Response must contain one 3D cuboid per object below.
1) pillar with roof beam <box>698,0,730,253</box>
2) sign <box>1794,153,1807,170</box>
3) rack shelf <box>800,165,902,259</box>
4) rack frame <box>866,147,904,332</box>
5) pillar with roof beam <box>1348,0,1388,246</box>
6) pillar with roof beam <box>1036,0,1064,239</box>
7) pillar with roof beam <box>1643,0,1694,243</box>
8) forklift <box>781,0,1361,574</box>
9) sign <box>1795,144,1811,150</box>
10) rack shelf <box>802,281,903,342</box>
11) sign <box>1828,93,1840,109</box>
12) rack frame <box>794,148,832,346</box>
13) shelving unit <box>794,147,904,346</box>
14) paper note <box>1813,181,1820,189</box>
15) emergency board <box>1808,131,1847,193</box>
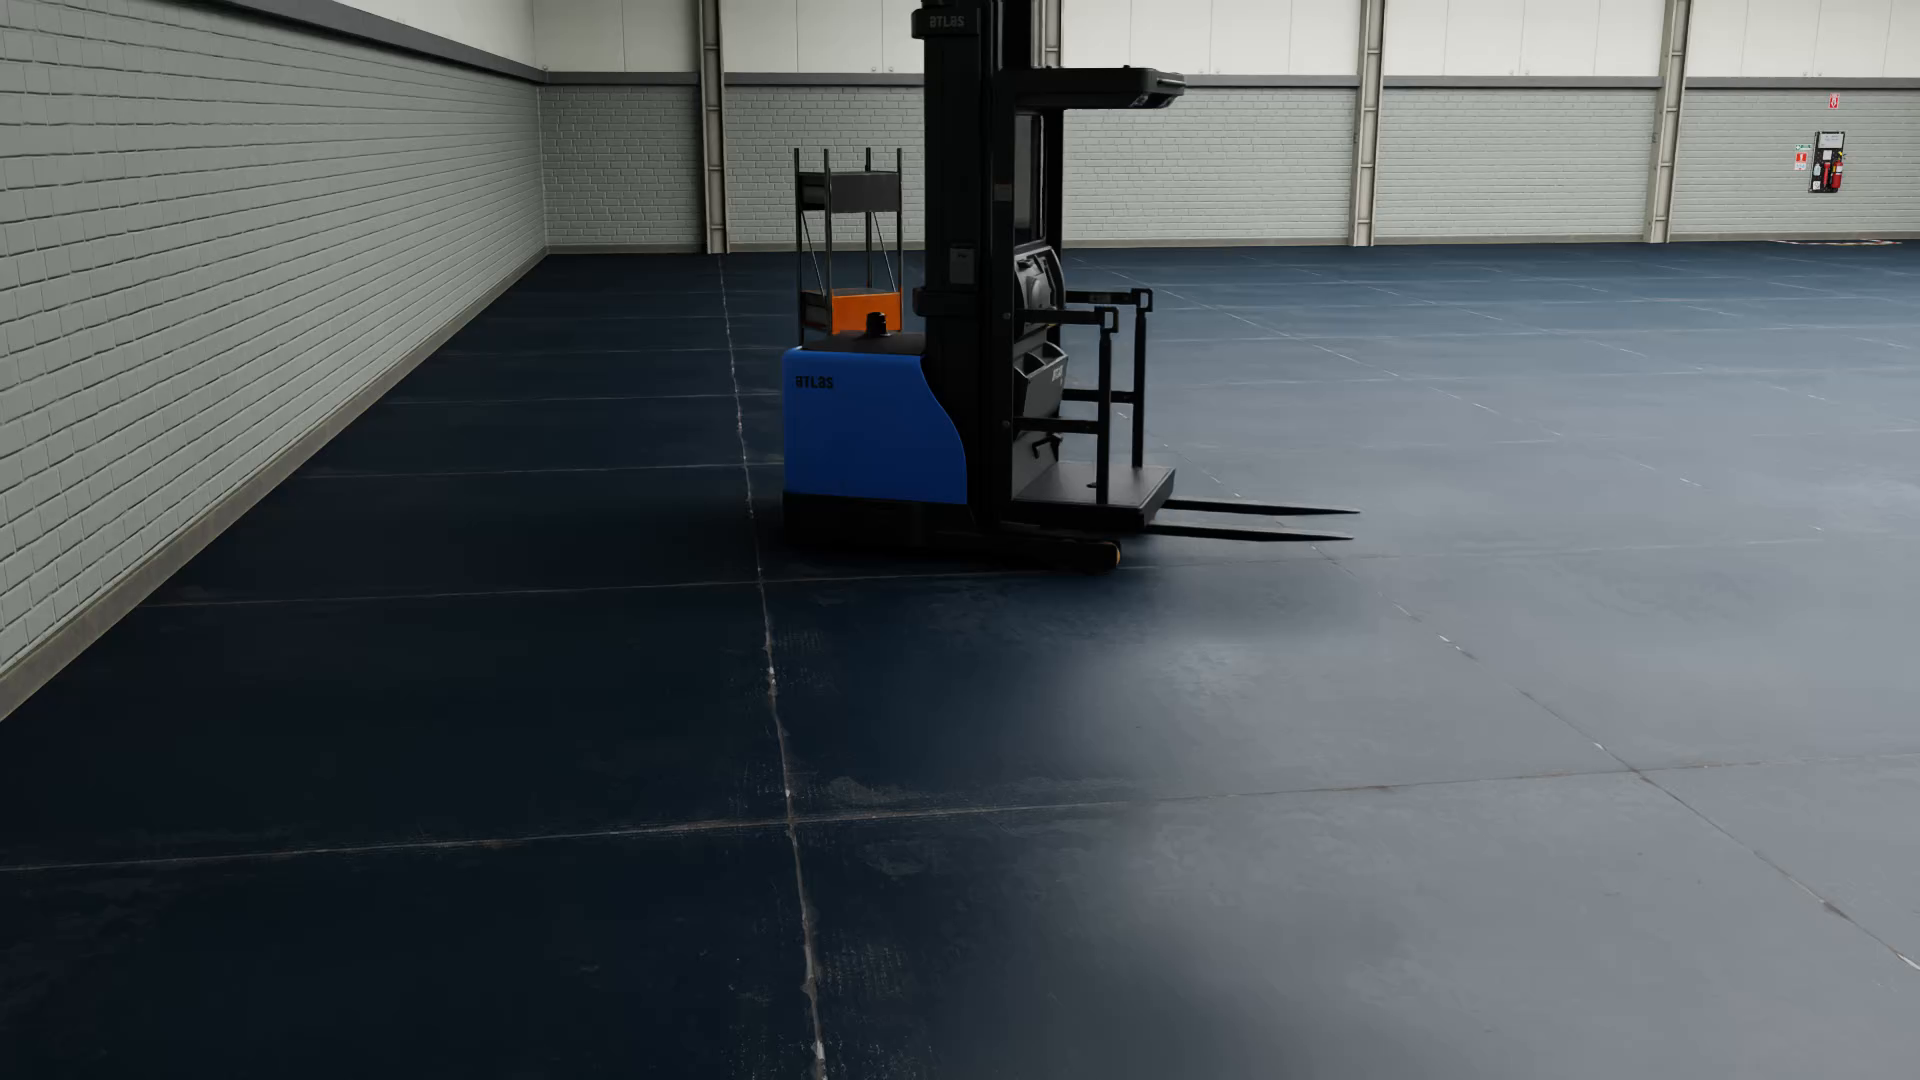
[{"bbox_3d":[-3.667,-8.454,24.433,0.400,9.000,9.100,-2,14,-8],"label":"pillar with roof beam"},{"bbox_3d":[16.413,-7.391,32.454,0.234,0.329,0.001,-2,14,-8],"label":"sign"},{"bbox_3d":[-0.659,-1.951,9.863,0.480,0.518,0.431,-9,17,-32],"label":"rack shelf"},{"bbox_3d":[-0.455,-1.318,10.159,0.015,2.100,0.400,-9,17,-32],"label":"rack frame"},{"bbox_3d":[8.200,-8.889,26.167,0.400,9.000,9.100,-2,14,-8],"label":"pillar with roof beam"},{"bbox_3d":[2.267,-8.671,25.300,0.400,9.000,9.100,-2,14,-8],"label":"pillar with roof beam"},{"bbox_3d":[14.133,-9.106,27.034,0.400,9.000,9.100,-2,14,-8],"label":"pillar with roof beam"},{"bbox_3d":[0.610,-1.393,8.752,3.031,2.935,1.130,4,15,16],"label":"forklift"},{"bbox_3d":[16.419,-7.646,32.381,0.331,0.109,0.001,-2,14,-8],"label":"sign"},{"bbox_3d":[-0.659,-1.272,10.033,0.480,0.518,0.431,-9,17,-32],"label":"rack shelf"},{"bbox_3d":[16.952,-8.517,32.251,0.199,0.298,0.001,-2,14,-8],"label":"sign"},{"bbox_3d":[-0.863,-1.253,9.900,0.015,2.100,0.400,-9,17,-32],"label":"rack frame"},{"bbox_3d":[-0.659,-1.285,10.030,0.503,2.100,0.431,-9,17,-32],"label":"shelving unit"},{"bbox_3d":[16.790,-6.952,32.587,0.142,0.148,0.016,-2,14,-8],"label":"paper note"},{"bbox_3d":[16.975,-7.369,32.439,0.643,1.169,0.194,-2,14,-8],"label":"emergency board"}]
